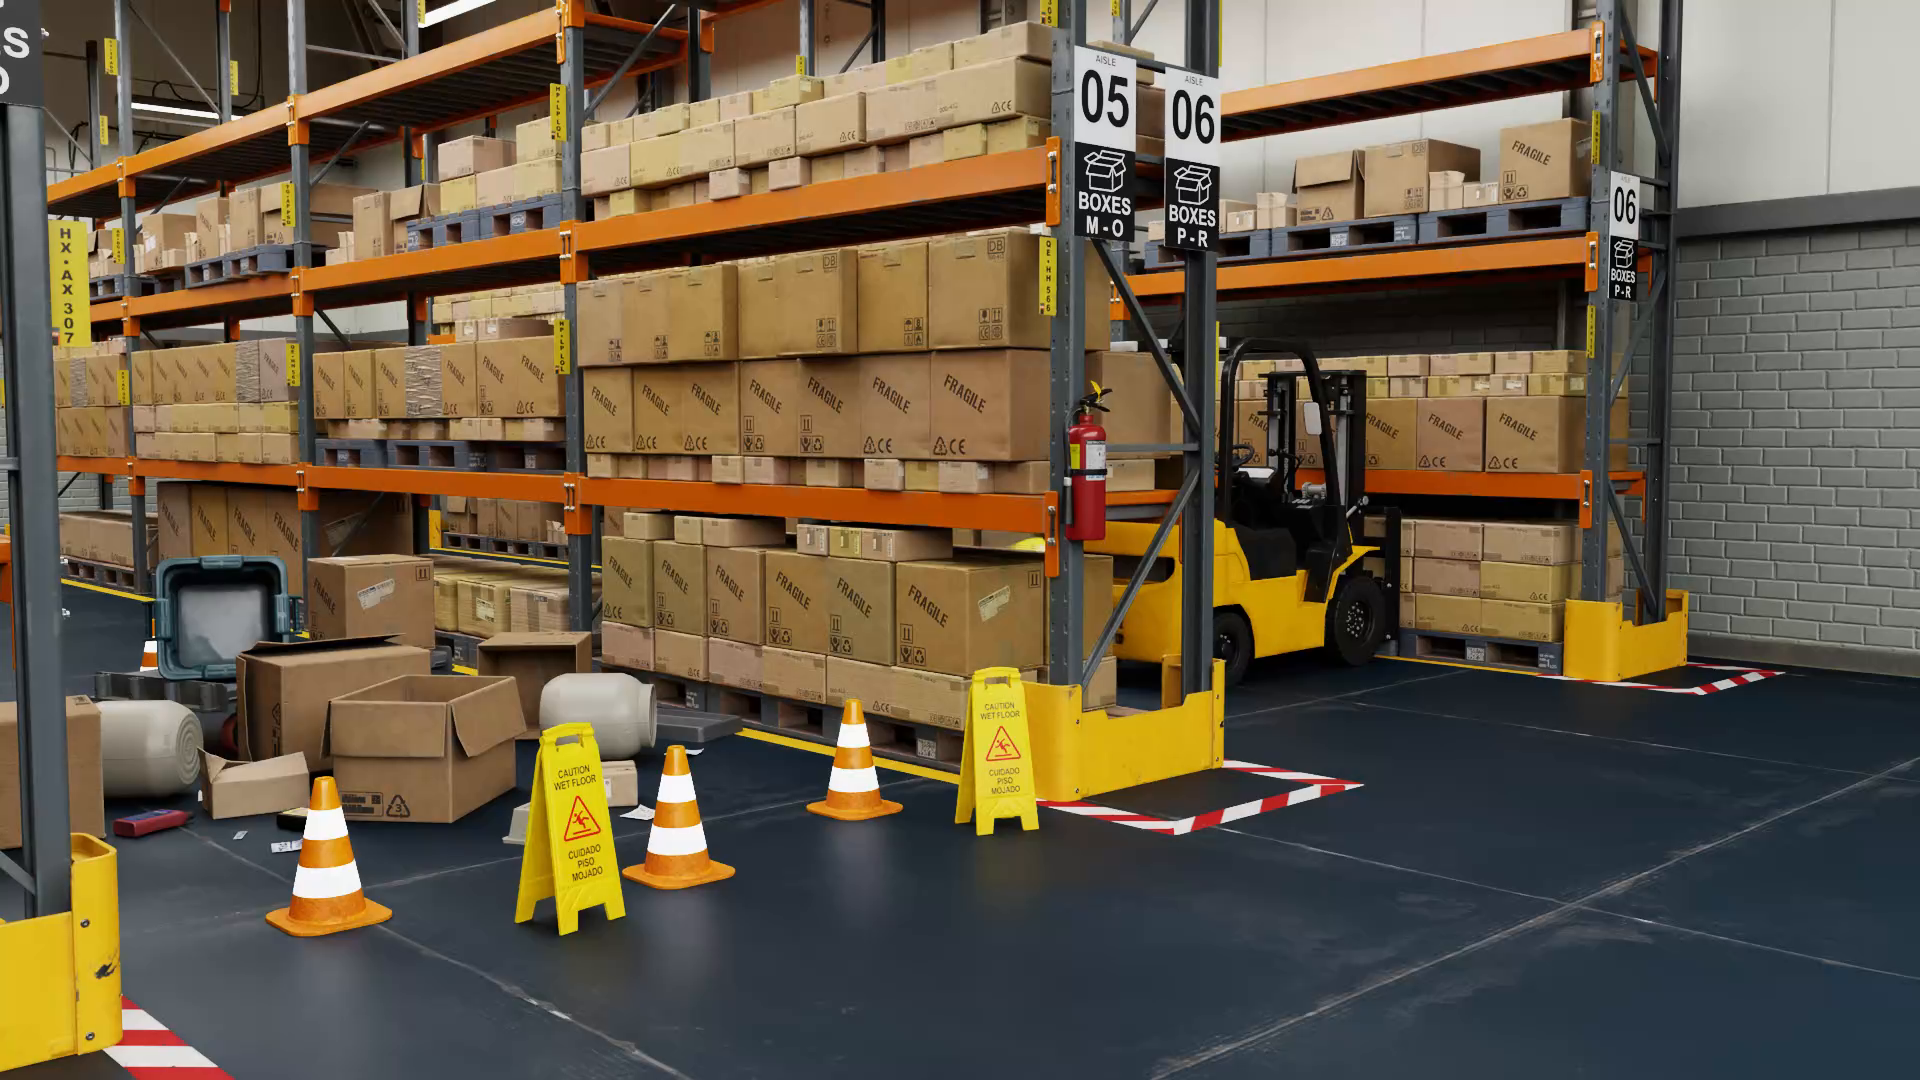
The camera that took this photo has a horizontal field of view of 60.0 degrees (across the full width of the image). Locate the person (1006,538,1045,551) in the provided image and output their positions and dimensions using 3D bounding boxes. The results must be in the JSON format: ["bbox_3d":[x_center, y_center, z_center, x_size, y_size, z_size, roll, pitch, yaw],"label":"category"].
[{"bbox_3d":[0.554,0.400,12.130,0.526,0.799,0.968,4,5,45],"label":"person"}]
